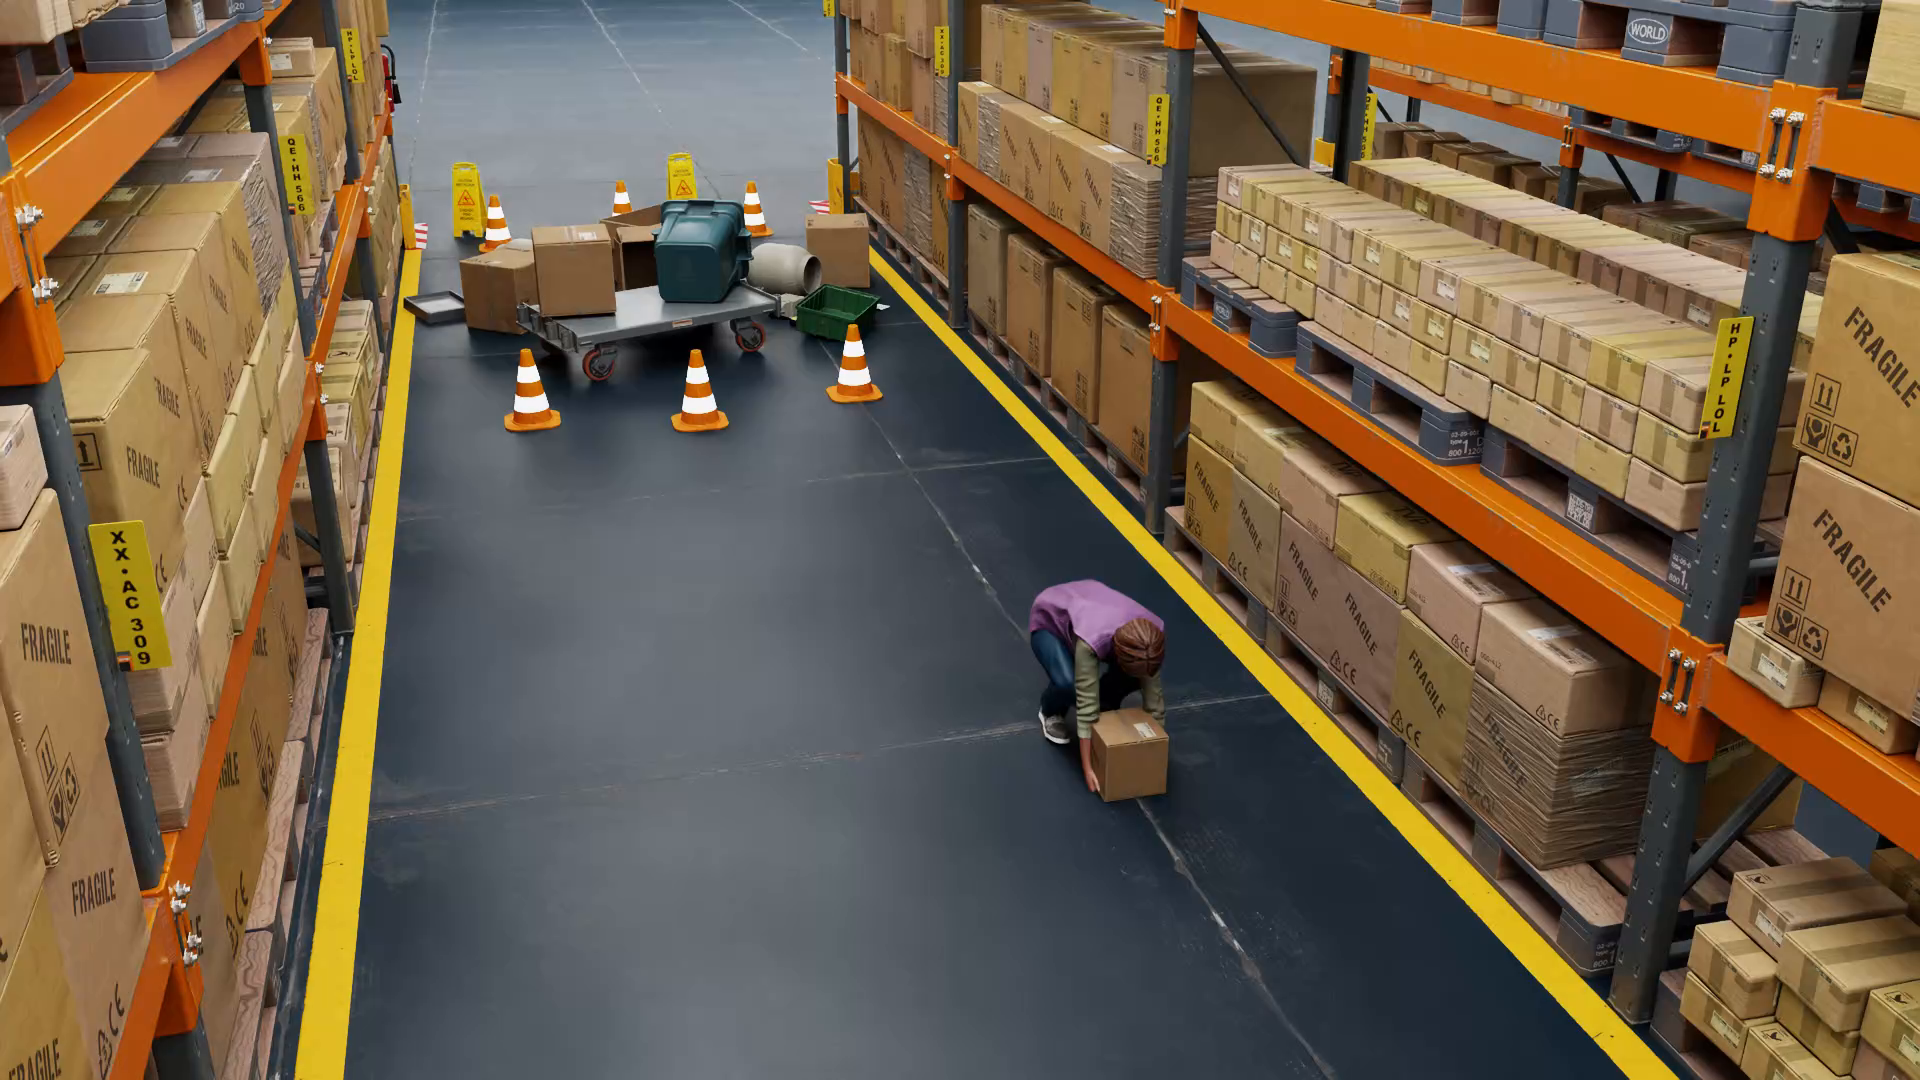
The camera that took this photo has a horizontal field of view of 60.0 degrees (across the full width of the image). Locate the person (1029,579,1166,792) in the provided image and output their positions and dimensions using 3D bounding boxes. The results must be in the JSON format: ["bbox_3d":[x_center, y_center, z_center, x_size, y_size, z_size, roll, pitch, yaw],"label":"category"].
[{"bbox_3d":[0.545,0.523,6.577,0.426,0.717,0.852,-7,24,-15],"label":"person"}]
